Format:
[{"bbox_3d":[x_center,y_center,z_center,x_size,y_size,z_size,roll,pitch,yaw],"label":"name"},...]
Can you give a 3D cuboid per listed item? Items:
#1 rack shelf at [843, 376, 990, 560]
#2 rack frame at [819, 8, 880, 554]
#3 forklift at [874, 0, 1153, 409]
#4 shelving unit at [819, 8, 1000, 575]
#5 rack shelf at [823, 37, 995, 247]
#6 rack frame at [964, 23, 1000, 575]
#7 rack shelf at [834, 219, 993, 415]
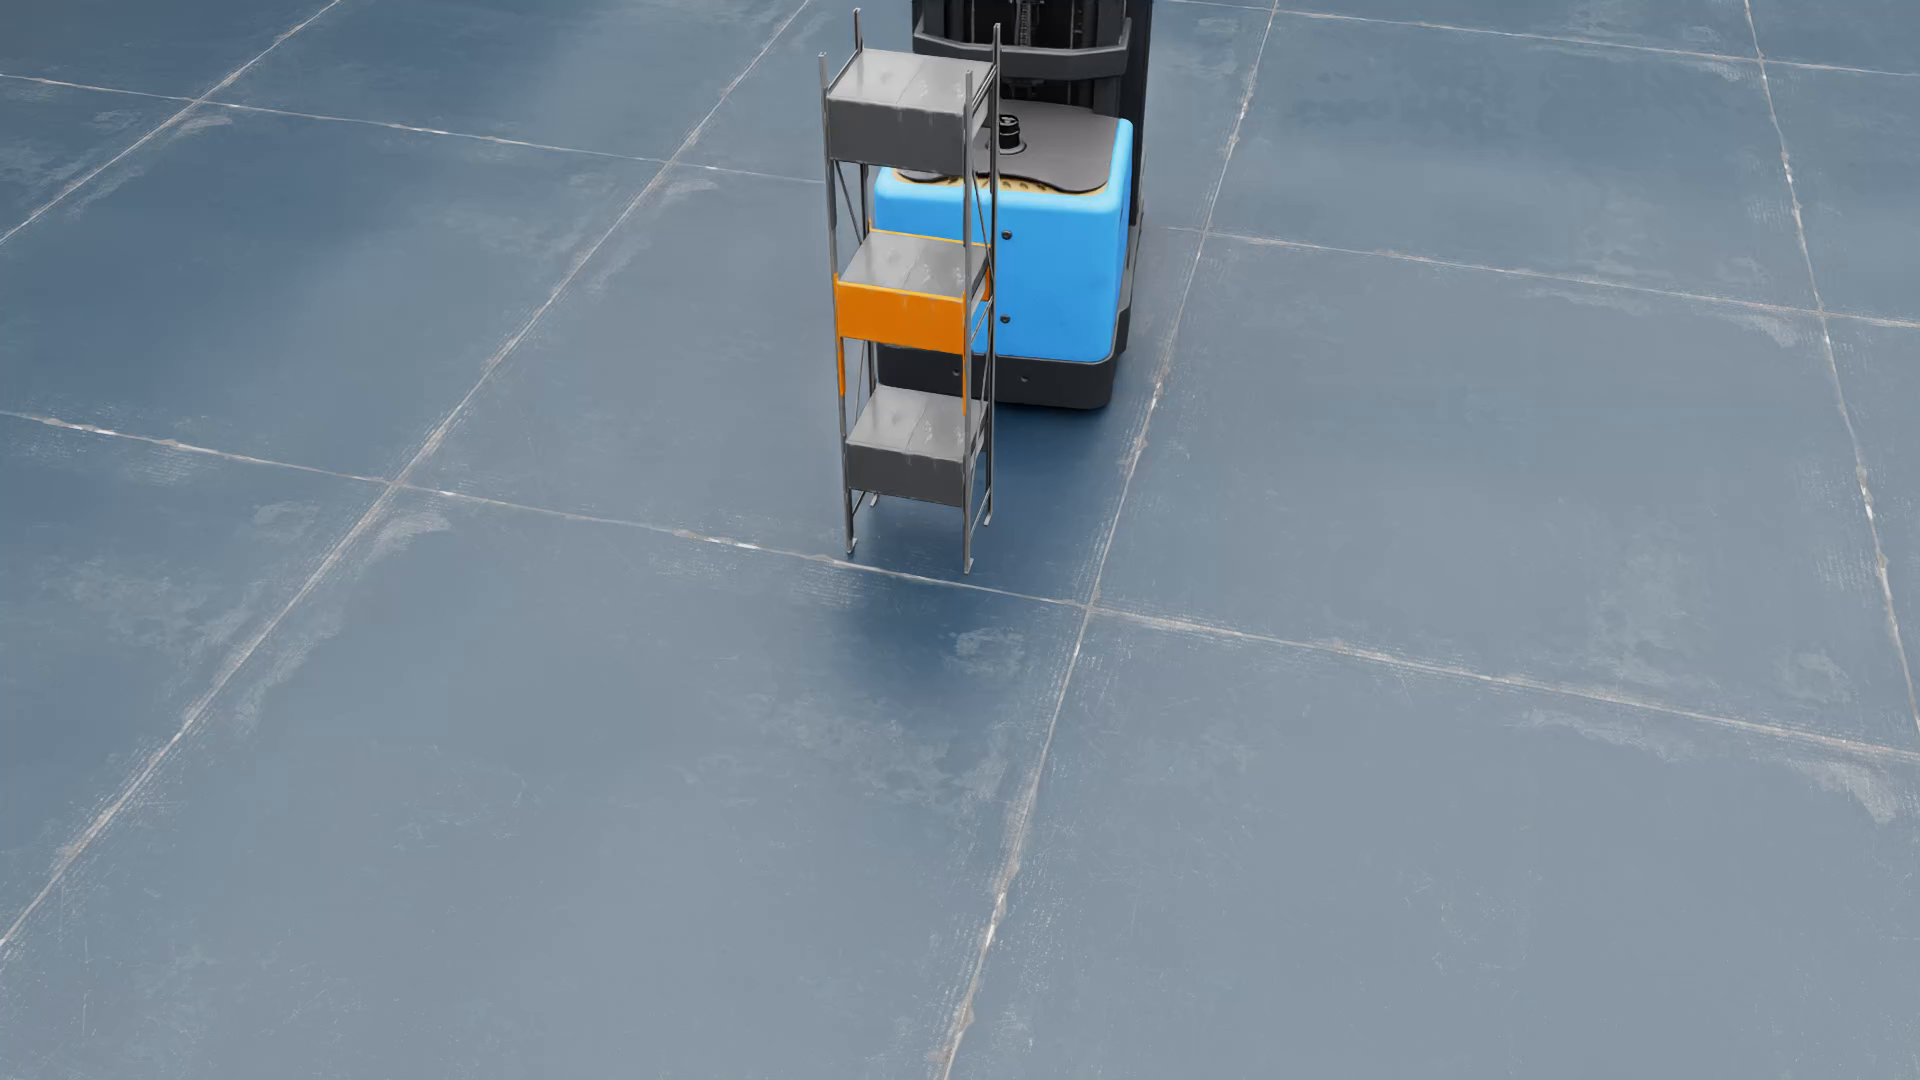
[{"bbox_3d":[-0.160,-0.285,6.566,0.480,0.518,0.431,10,41,11],"label":"rack shelf"},{"bbox_3d":[-0.396,-0.872,6.156,0.015,2.100,0.400,10,41,11],"label":"rack frame"},{"bbox_3d":[0.362,-2.646,7.622,1.130,2.935,3.031,6,40,7],"label":"forklift"},{"bbox_3d":[-0.160,-0.832,6.107,0.503,2.100,0.431,10,41,11],"label":"shelving unit"},{"bbox_3d":[-0.160,-1.357,5.666,0.480,0.518,0.431,10,41,11],"label":"rack shelf"},{"bbox_3d":[0.076,-0.791,6.059,0.015,2.100,0.400,10,41,11],"label":"rack frame"},{"bbox_3d":[-0.160,-0.821,6.116,0.480,0.518,0.431,10,41,11],"label":"rack shelf"}]
